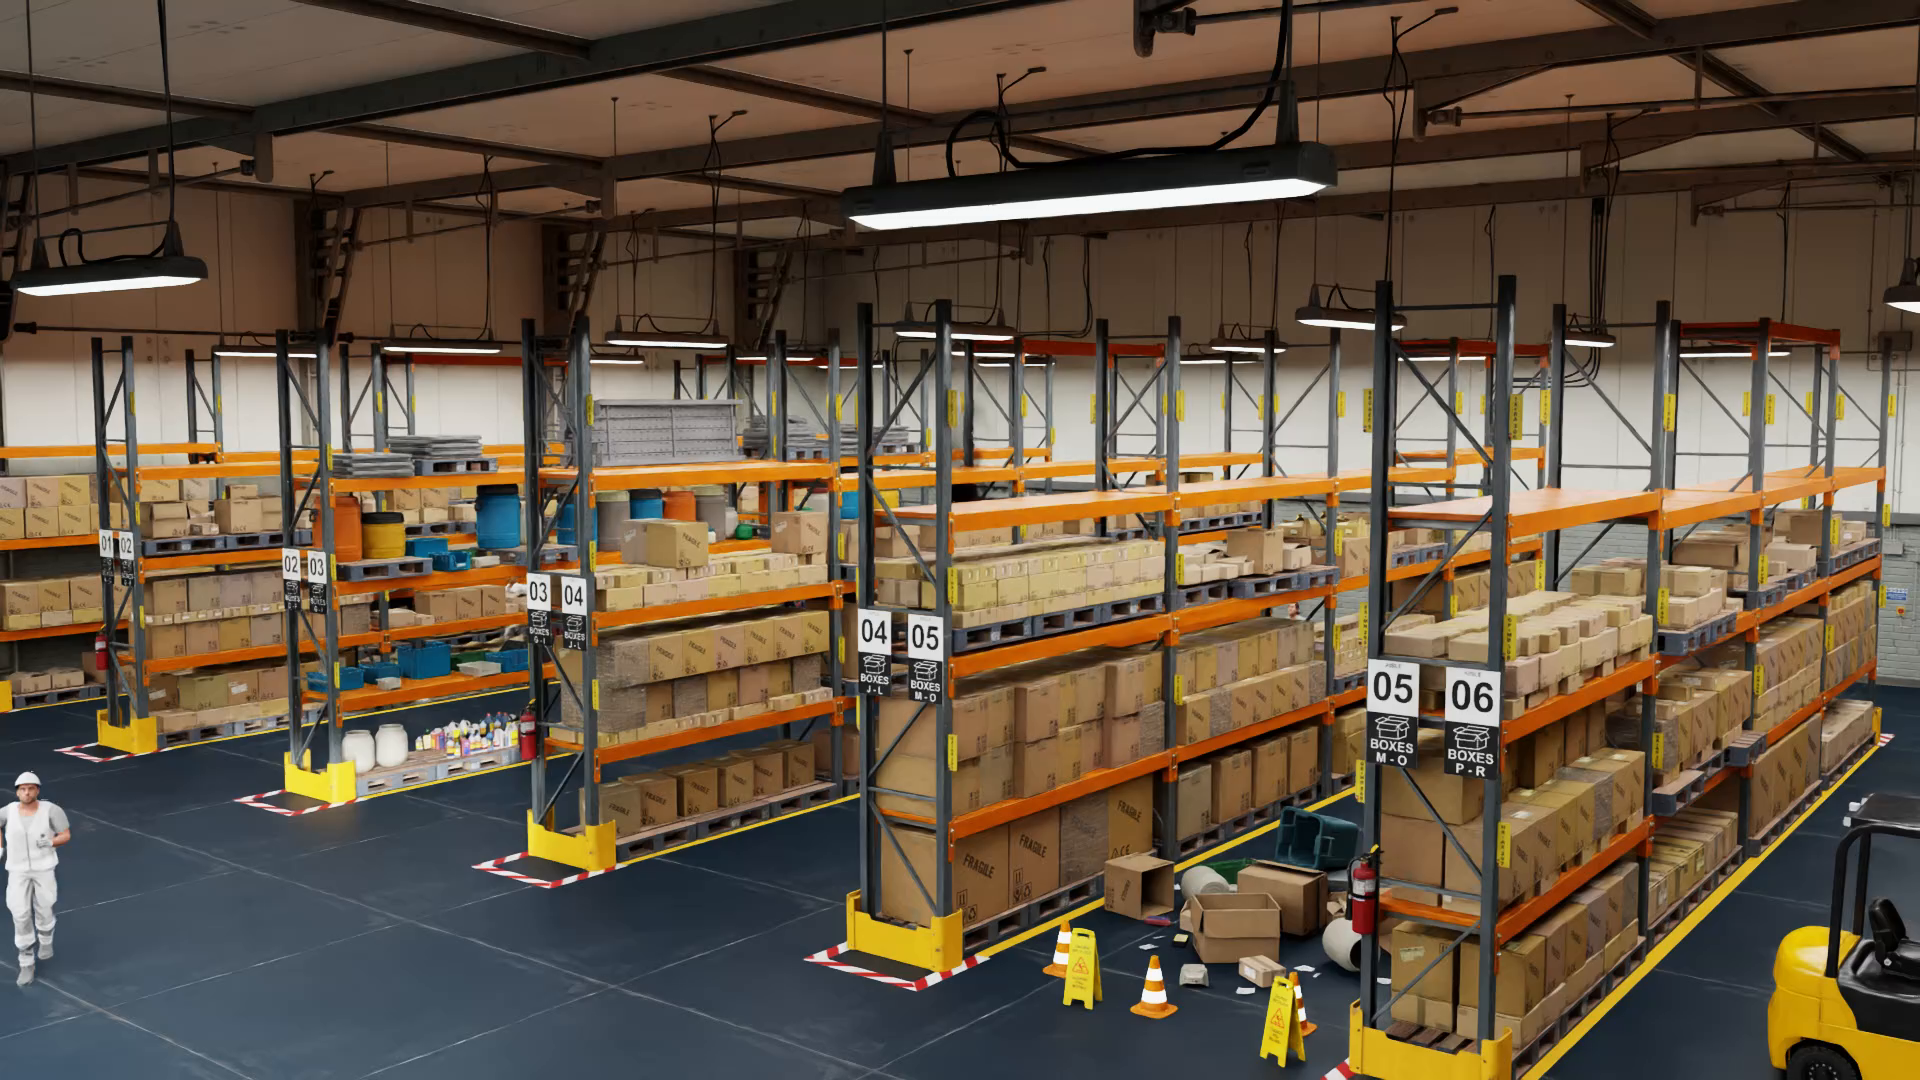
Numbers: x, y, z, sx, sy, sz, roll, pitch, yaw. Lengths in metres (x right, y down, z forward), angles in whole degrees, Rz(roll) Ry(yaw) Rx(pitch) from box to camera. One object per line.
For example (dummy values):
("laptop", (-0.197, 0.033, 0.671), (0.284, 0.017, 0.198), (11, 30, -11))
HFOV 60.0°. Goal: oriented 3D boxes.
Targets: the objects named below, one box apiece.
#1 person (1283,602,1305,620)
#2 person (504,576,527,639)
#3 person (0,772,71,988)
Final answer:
("person", (5.722, 1.844, 28.676), (0.623, 1.601, 0.649), (3, 6, 33))
("person", (-8.515, 1.632, 31.806), (0.677, 1.598, 0.866), (4, 6, 38))
("person", (-8.294, 2.972, 14.856), (0.635, 1.824, 0.814), (-2, 5, -25))
